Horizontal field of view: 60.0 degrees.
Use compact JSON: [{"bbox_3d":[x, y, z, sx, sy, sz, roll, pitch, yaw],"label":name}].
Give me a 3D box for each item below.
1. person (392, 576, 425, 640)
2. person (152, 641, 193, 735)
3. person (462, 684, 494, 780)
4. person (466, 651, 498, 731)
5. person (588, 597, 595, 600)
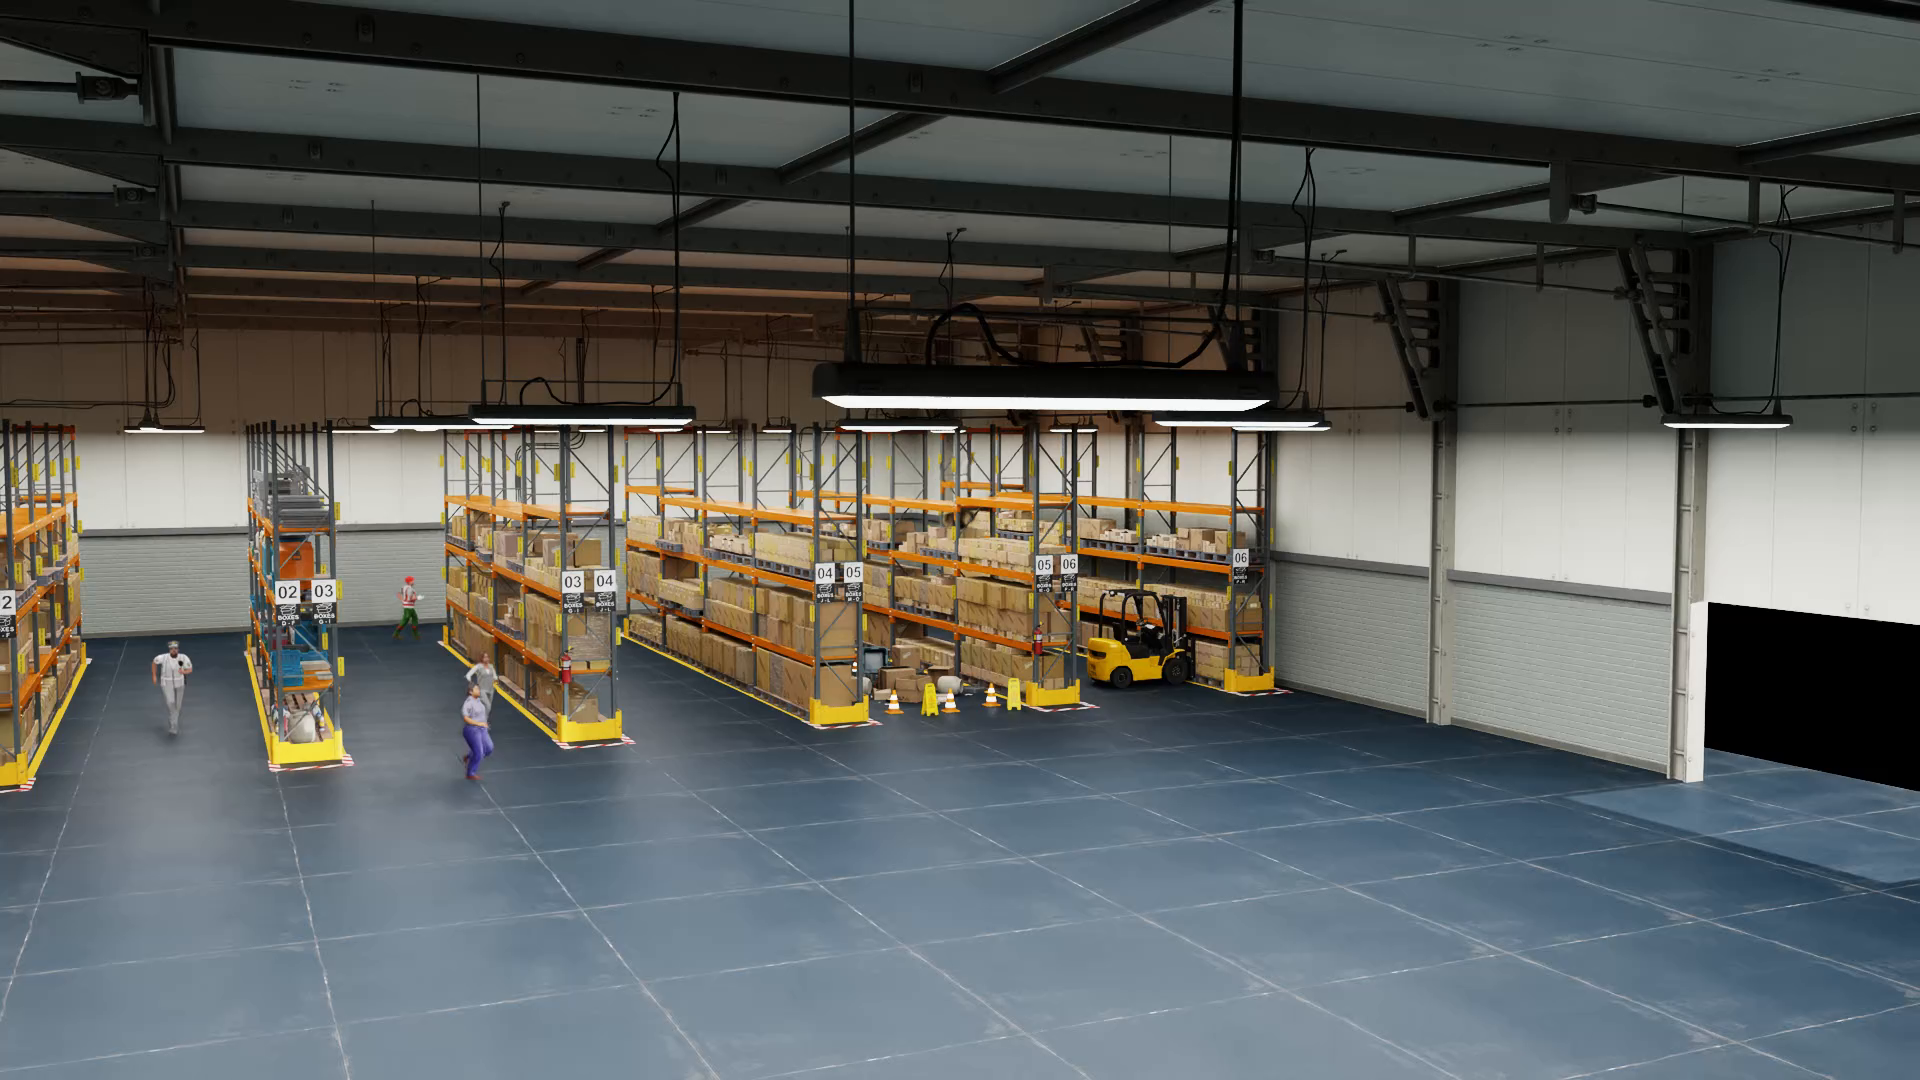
[{"bbox_3d":[-15.395,1.922,46.377,0.880,1.824,0.598,-2,4,-27],"label":"person"},{"bbox_3d":[-15.225,2.842,32.177,0.686,1.829,0.861,-2,4,-31],"label":"person"},{"bbox_3d":[-8.082,3.195,27.747,0.549,1.607,0.606,0,4,6],"label":"person"},{"bbox_3d":[-9.066,2.941,31.717,0.694,1.630,0.503,3,5,38],"label":"person"},{"bbox_3d":[-10.604,2.024,46.844,0.721,1.580,0.542,0,4,1],"label":"person"}]
